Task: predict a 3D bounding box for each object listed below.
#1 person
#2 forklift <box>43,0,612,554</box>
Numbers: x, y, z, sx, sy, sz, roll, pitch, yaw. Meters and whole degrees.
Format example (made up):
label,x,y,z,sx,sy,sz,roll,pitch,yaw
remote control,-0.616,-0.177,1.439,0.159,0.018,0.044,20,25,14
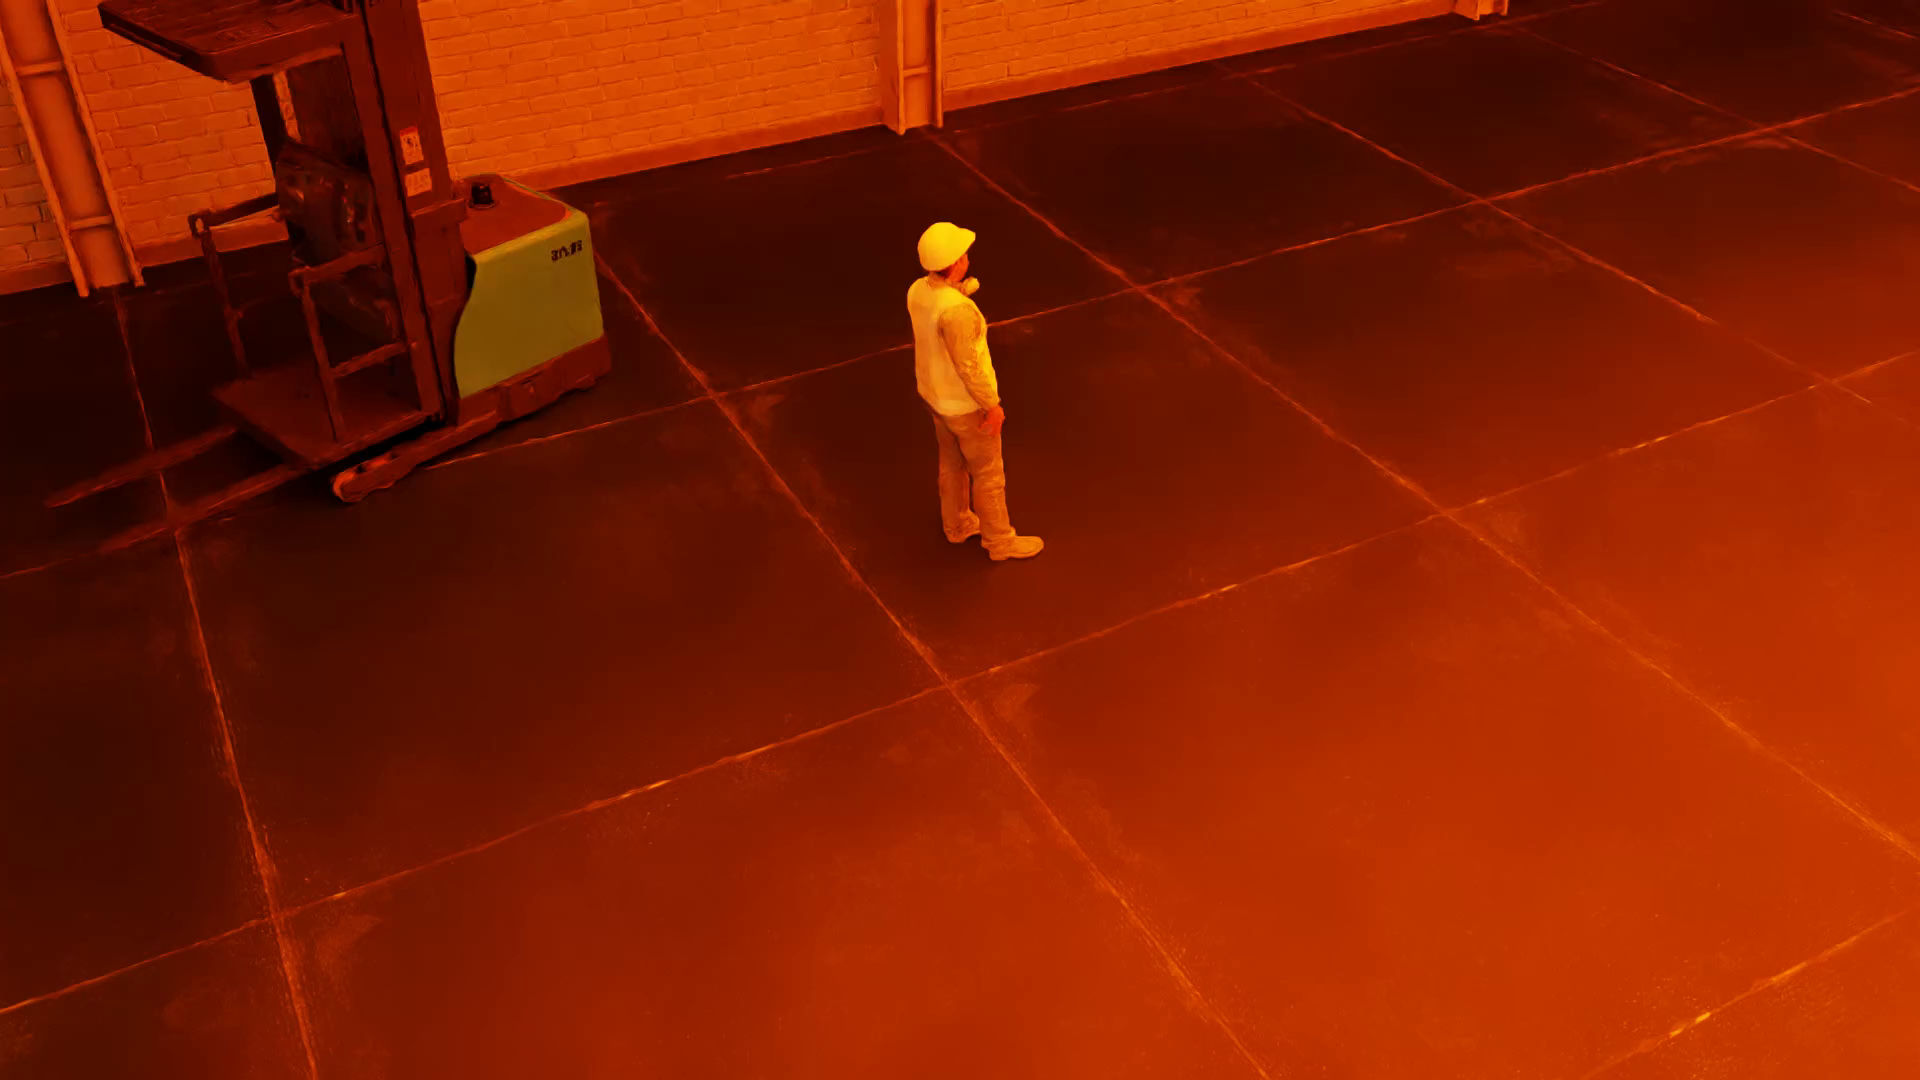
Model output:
label,x,y,z,sx,sy,sz,roll,pitch,yaw
person,0.059,-0.743,8.164,0.567,1.773,0.632,-17,39,-23
forklift,-3.455,-1.727,8.566,1.130,2.935,3.031,27,44,33
